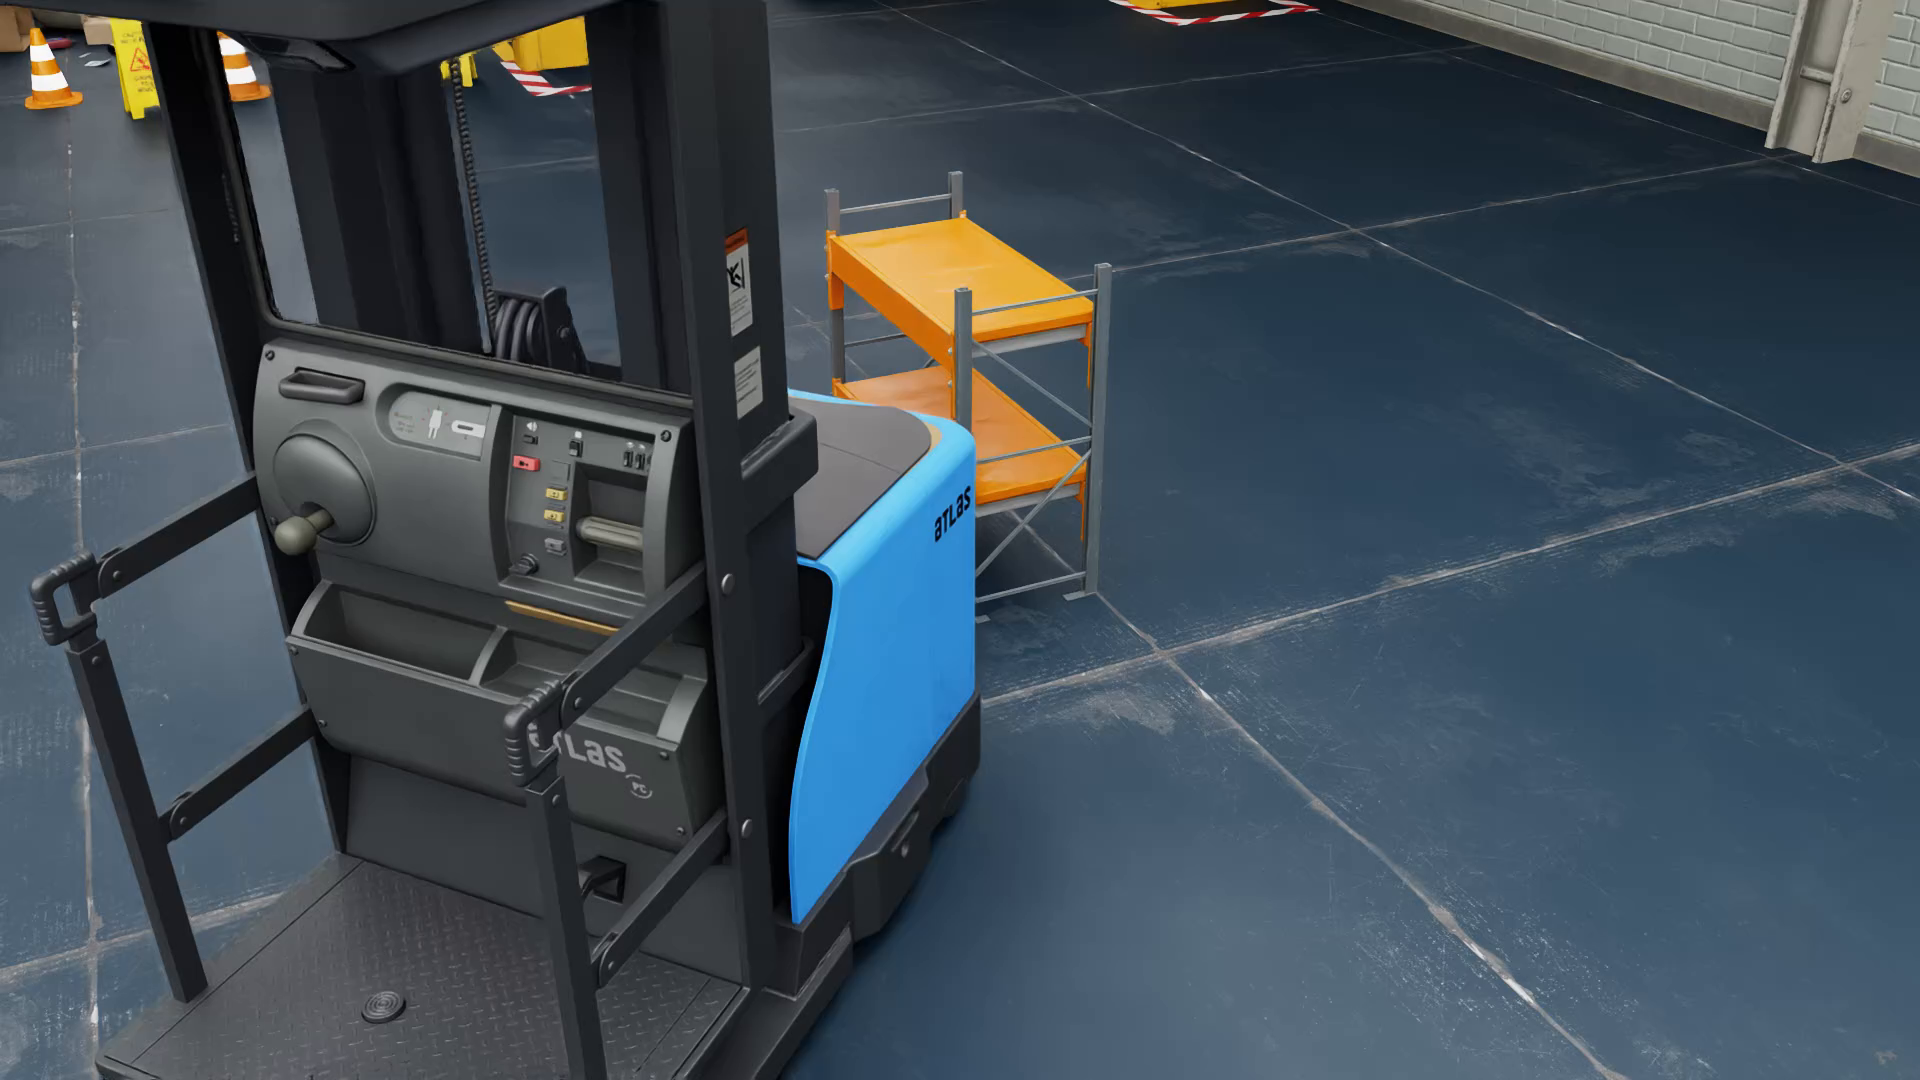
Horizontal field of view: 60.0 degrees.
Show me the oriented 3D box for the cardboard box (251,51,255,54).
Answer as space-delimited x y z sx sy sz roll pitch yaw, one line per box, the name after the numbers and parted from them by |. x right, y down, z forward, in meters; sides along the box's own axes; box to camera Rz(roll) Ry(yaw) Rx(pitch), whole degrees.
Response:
-4.924 -3.632 12.075 0.380 0.149 0.250 2 29 4 | cardboard box

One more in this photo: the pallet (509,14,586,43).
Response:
-2.887 -3.904 12.497 1.003 0.211 1.213 -13 32 -22 | pallet

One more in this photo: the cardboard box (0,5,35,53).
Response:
-7.089 -3.844 12.092 0.500 0.500 0.500 -8 30 -13 | cardboard box

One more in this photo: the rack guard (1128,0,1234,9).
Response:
1.954 -4.664 13.556 1.175 0.500 0.348 -13 32 -22 | rack guard

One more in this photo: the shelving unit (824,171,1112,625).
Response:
-0.003 -0.494 5.480 0.538 1.125 1.048 -13 32 -22 | shelving unit

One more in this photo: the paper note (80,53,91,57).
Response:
-6.292 -3.486 11.957 0.032 0.001 0.123 2 29 4 | paper note

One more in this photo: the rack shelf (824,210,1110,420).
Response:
-0.003 -0.749 5.337 0.538 0.278 1.000 -13 32 -22 | rack shelf

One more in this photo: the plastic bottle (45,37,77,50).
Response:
-6.624 -3.626 12.153 0.133 0.061 0.283 26 38 38 | plastic bottle

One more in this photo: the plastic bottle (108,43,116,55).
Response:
-6.071 -3.556 12.030 0.283 0.061 0.133 26 38 38 | plastic bottle

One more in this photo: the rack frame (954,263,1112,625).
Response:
0.215 -0.269 5.080 0.500 1.125 0.032 -13 32 -22 | rack frame

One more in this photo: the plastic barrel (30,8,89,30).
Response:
-6.809 -4.101 12.631 0.512 0.421 0.421 7 30 13 | plastic barrel

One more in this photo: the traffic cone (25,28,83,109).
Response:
-5.910 -3.063 10.739 0.336 0.463 0.334 -13 32 -22 | traffic cone

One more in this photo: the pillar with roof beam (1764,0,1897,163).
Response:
1.147 -5.324 6.044 9.100 9.000 0.400 -13 32 -22 | pillar with roof beam

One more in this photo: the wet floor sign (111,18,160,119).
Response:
-5.164 -3.013 10.463 0.267 0.644 0.232 -19 35 -30 | wet floor sign

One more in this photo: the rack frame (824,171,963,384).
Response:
-0.221 -0.718 5.881 0.500 1.125 0.032 -13 32 -22 | rack frame

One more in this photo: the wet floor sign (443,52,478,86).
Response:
-3.422 -3.385 11.128 0.267 0.644 0.232 -3 29 -5 | wet floor sign

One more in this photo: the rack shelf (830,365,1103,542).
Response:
-0.003 -0.280 5.600 0.538 0.278 1.000 -13 32 -22 | rack shelf

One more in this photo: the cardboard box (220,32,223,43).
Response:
-5.578 -3.876 12.148 0.637 0.503 0.797 13 32 21 | cardboard box

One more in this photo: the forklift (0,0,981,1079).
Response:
-1.001 -0.067 2.872 1.130 2.935 3.031 12 31 21 | forklift

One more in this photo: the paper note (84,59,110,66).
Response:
-6.086 -3.372 11.734 0.144 0.017 0.142 -3 29 -5 | paper note

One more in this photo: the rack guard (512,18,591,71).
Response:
-2.570 -3.664 11.773 1.175 0.500 0.348 -13 32 -22 | rack guard

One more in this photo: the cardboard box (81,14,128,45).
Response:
-6.280 -3.839 12.324 0.396 0.266 0.258 -8 30 -13 | cardboard box

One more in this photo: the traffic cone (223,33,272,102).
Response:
-4.744 -3.150 10.895 0.336 0.463 0.334 -13 32 -22 | traffic cone
